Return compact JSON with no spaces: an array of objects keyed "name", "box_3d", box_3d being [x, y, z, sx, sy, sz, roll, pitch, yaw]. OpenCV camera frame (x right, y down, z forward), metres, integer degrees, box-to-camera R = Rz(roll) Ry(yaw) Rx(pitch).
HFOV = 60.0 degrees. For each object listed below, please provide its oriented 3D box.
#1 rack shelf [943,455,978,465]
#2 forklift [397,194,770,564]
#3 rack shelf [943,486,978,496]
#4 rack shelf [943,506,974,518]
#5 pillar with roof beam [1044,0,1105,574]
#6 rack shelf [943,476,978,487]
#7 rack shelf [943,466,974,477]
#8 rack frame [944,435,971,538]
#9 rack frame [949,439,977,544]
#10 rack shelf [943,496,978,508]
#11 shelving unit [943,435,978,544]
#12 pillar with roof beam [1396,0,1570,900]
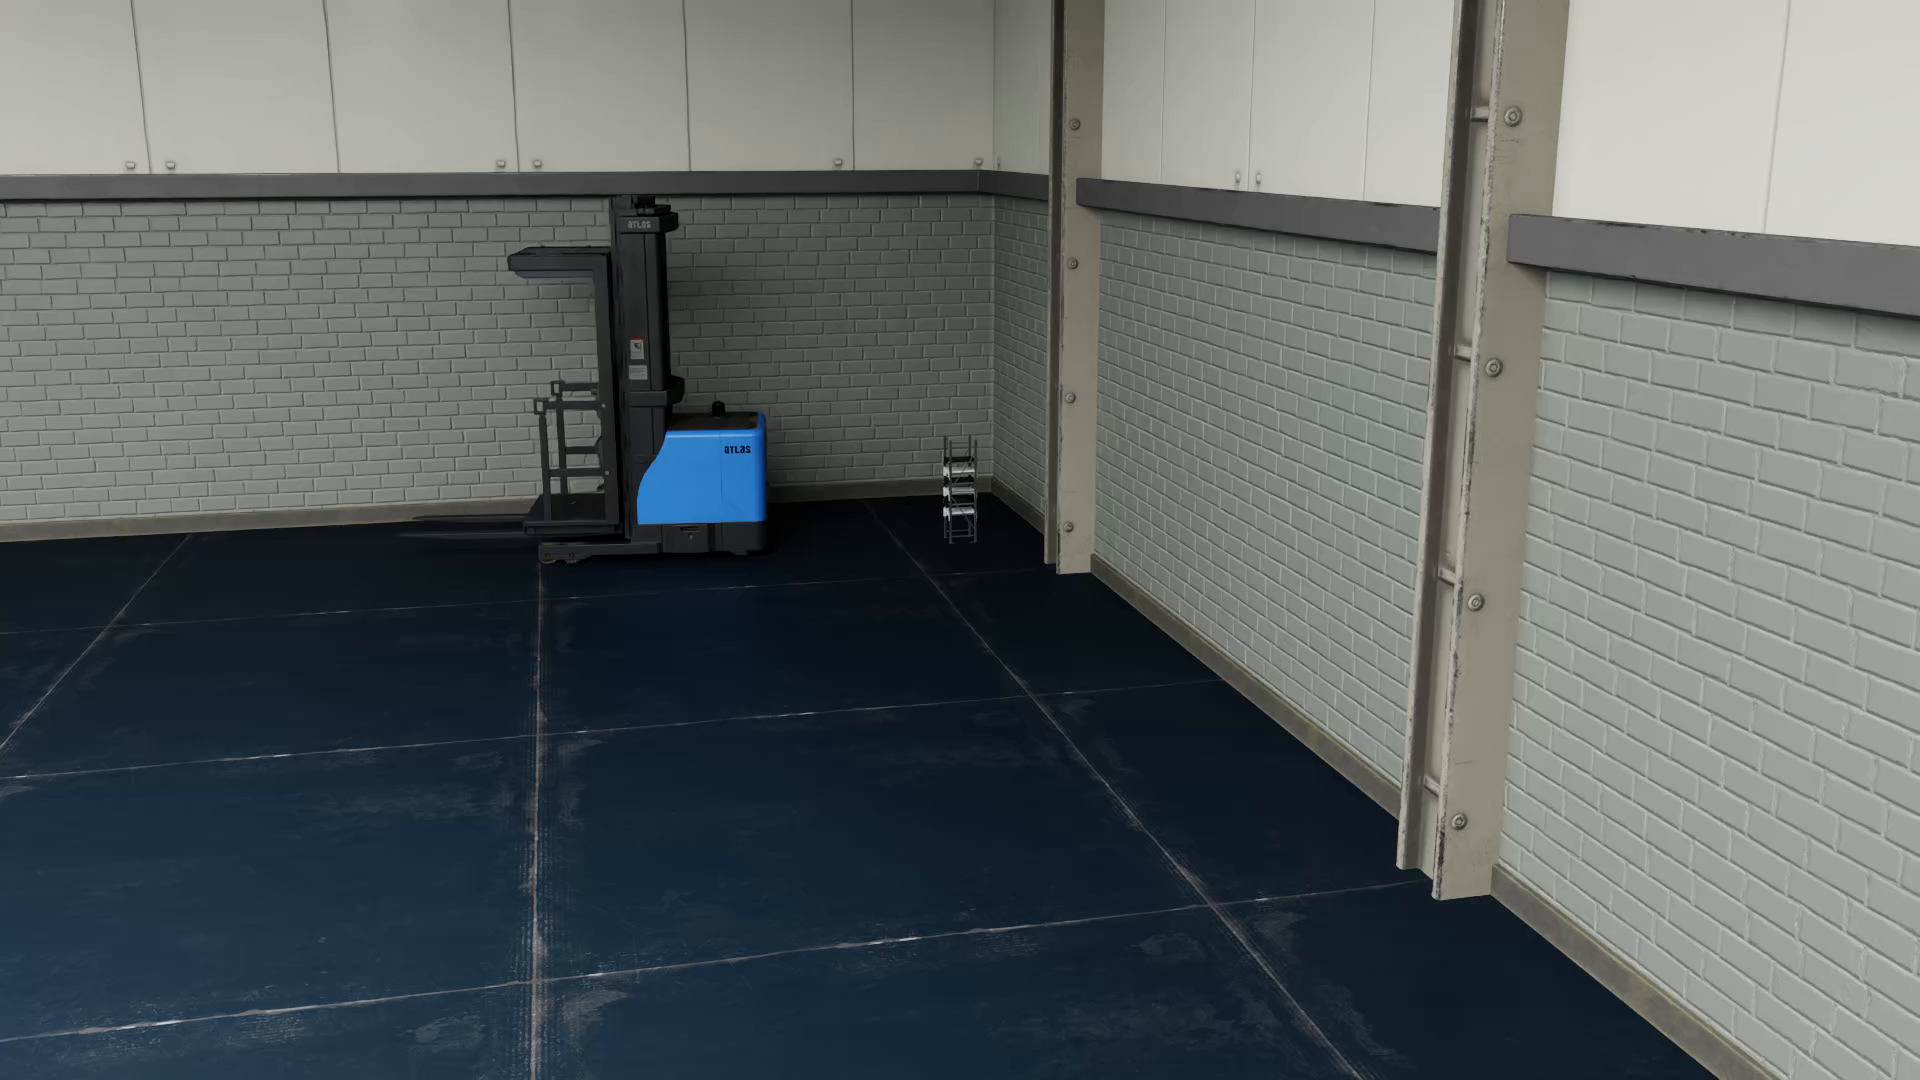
[{"name":"rack shelf","box_3d":[0.002,-0.665,14.256,0.258,0.077,0.200,-3,14,-13]},{"name":"forklift","box_3d":[-3.144,-1.360,13.817,3.031,2.935,1.130,-1,14,-6]},{"name":"rack shelf","box_3d":[0.002,-0.403,14.321,0.258,0.077,0.200,-3,14,-13]},{"name":"rack shelf","box_3d":[0.002,-0.228,14.363,0.258,0.077,0.200,-3,14,-13]},{"name":"pillar with roof beam","box_3d":[-3.297,-3.913,11.482,9.100,9.000,0.400,-3,14,-13]},{"name":"rack shelf","box_3d":[0.002,-0.490,14.299,0.258,0.077,0.200,-3,14,-13]},{"name":"rack shelf","box_3d":[0.002,-0.578,14.278,0.258,0.077,0.200,-3,14,-13]},{"name":"rack frame","box_3d":[-0.022,-0.459,14.409,0.240,0.900,0.006,-3,14,-13]},{"name":"rack frame","box_3d":[0.026,-0.412,14.217,0.240,0.900,0.006,-3,14,-13]},{"name":"rack shelf","box_3d":[0.002,-0.315,14.342,0.258,0.077,0.200,-3,14,-13]},{"name":"shelving unit","box_3d":[0.002,-0.435,14.313,0.258,0.900,0.210,-3,14,-13]},{"name":"pillar with roof beam","box_3d":[-1.888,-2.529,5.816,9.100,9.000,0.400,-3,14,-13]}]
